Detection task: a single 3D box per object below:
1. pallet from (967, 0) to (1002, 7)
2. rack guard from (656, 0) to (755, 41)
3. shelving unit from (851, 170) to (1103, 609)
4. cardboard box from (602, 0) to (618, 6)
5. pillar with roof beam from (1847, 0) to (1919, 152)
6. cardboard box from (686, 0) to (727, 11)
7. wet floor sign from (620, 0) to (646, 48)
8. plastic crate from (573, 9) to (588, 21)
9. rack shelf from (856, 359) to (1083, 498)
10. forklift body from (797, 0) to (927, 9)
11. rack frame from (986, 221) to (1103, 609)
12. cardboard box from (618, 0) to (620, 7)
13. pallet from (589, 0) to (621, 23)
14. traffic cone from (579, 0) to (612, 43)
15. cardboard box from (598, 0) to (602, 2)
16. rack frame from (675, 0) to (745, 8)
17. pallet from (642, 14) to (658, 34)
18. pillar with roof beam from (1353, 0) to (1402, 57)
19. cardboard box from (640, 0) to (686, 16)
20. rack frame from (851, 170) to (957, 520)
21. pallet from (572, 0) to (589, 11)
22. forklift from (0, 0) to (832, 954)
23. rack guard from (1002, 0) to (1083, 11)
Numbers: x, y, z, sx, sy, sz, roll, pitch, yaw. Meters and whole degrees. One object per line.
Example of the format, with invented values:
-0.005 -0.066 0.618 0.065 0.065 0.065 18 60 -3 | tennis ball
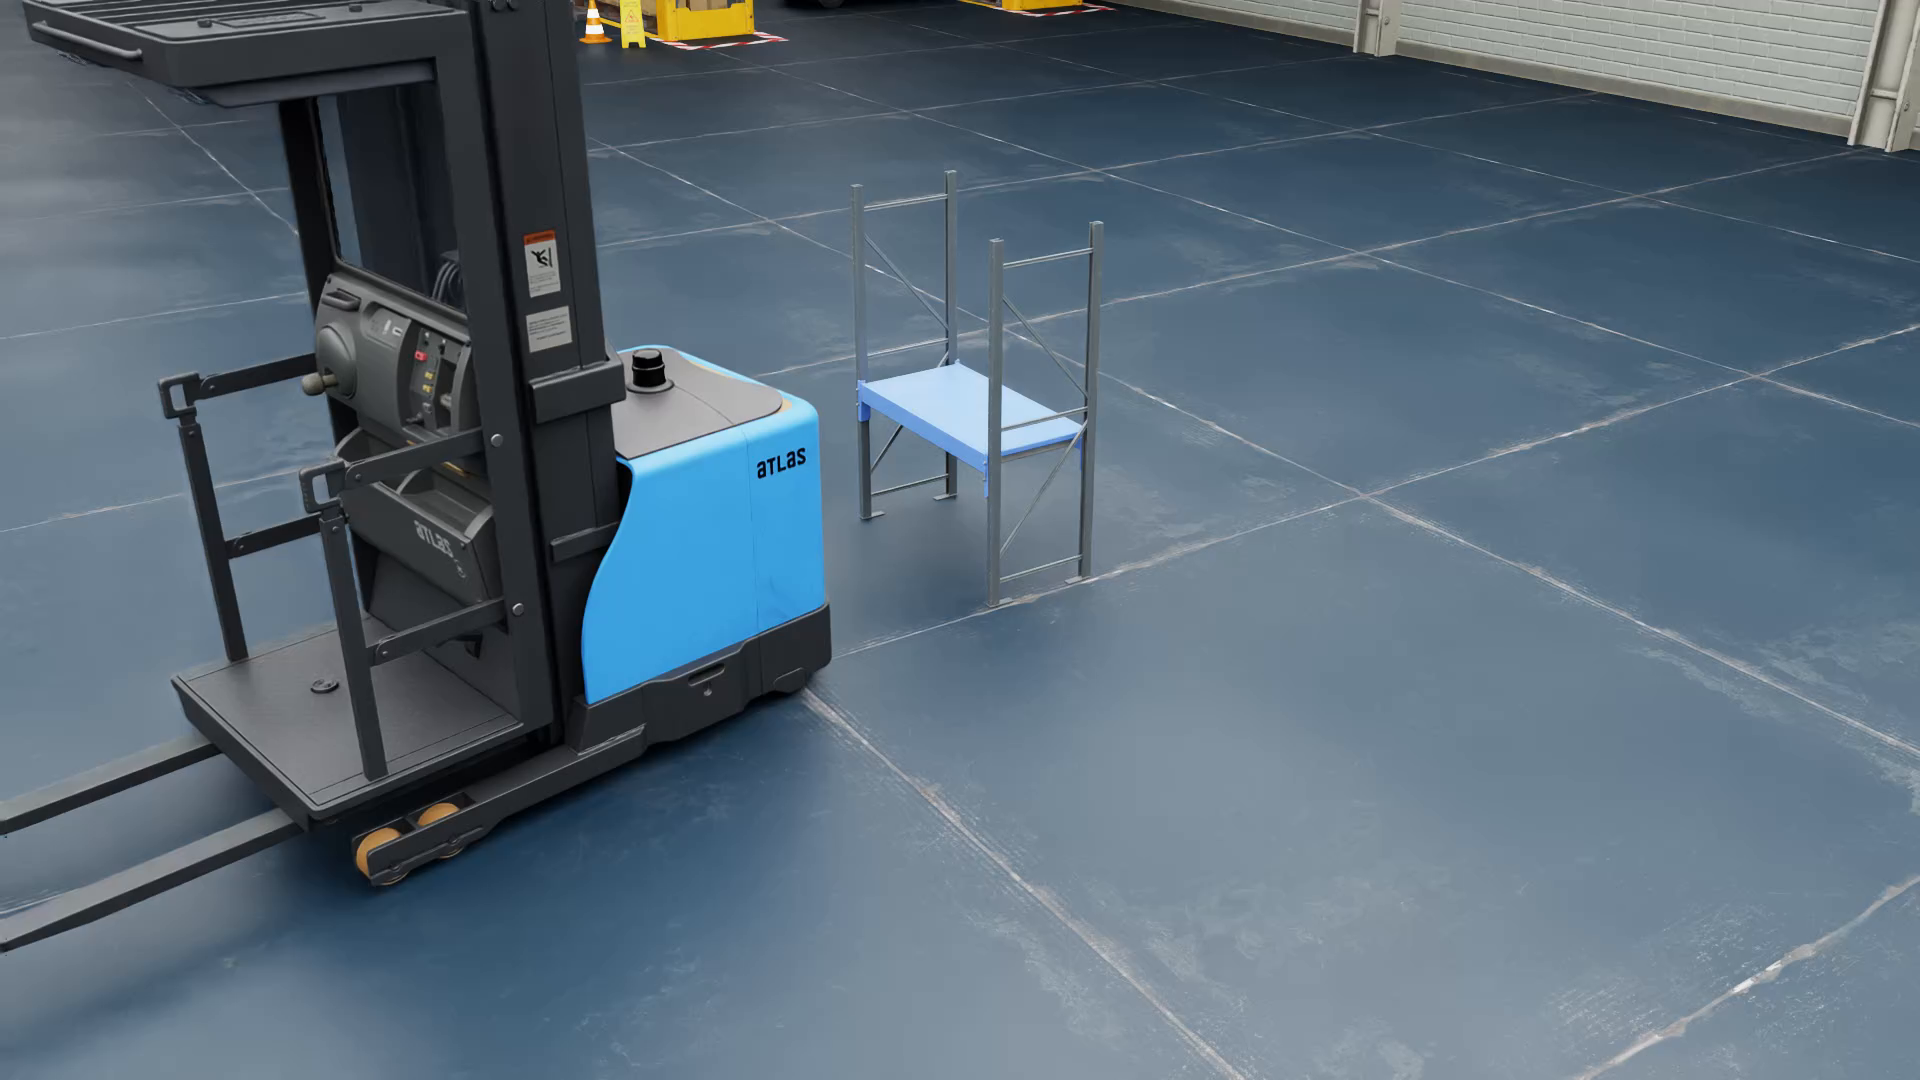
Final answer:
0.659 -7.641 23.188 1.003 0.211 1.213 -16 29 -30 | pallet
-3.087 -6.376 20.172 1.175 0.500 0.348 -16 29 -30 | rack guard
0.047 -0.648 6.865 0.538 1.500 1.048 -16 29 -30 | shelving unit
-4.278 -7.026 21.348 0.500 0.250 0.500 -17 30 -31 | cardboard box
4.431 -6.514 10.508 9.100 9.000 0.400 -16 29 -30 | pillar with roof beam
-3.254 -6.779 20.825 0.500 0.250 0.500 -16 30 -30 | cardboard box
-3.838 -6.098 19.411 0.267 0.644 0.232 -6 26 -12 | wet floor sign
-5.059 -6.837 21.640 0.583 0.080 0.402 18 31 33 | plastic crate
0.047 -0.485 6.942 0.538 0.185 1.000 -16 29 -30 | rack shelf
-1.452 -8.507 22.751 2.313 2.155 1.214 -16 29 -30 | forklift body
0.324 -0.466 6.480 0.500 1.500 0.032 -16 29 -30 | rack frame
-3.988 -6.840 20.954 0.500 0.250 0.500 -15 29 -29 | cardboard box
-4.162 -6.981 21.790 1.003 0.211 1.213 -16 29 -30 | pallet
-4.361 -6.186 19.811 0.336 0.463 0.334 -16 29 -30 | traffic cone
-4.540 -7.205 21.729 0.500 0.250 0.500 -16 30 -30 | cardboard box
-3.045 -7.480 19.580 1.000 3.000 0.127 -16 29 -30 | rack frame
-3.500 -6.545 20.866 1.003 0.211 1.213 -16 29 -30 | pallet
1.155 -8.660 15.054 9.100 9.000 0.400 -16 29 -30 | pillar with roof beam
-3.725 -6.661 20.576 0.500 0.250 0.500 -16 29 -30 | cardboard box
-0.231 -0.830 7.250 0.500 1.500 0.032 -16 29 -30 | rack frame
-4.832 -7.417 22.715 1.003 0.211 1.213 -16 29 -30 | pallet
-1.883 -0.531 4.942 3.031 2.935 1.130 -23 33 -39 | forklift
1.125 -7.499 22.549 1.175 0.500 0.348 -16 29 -30 | rack guard
